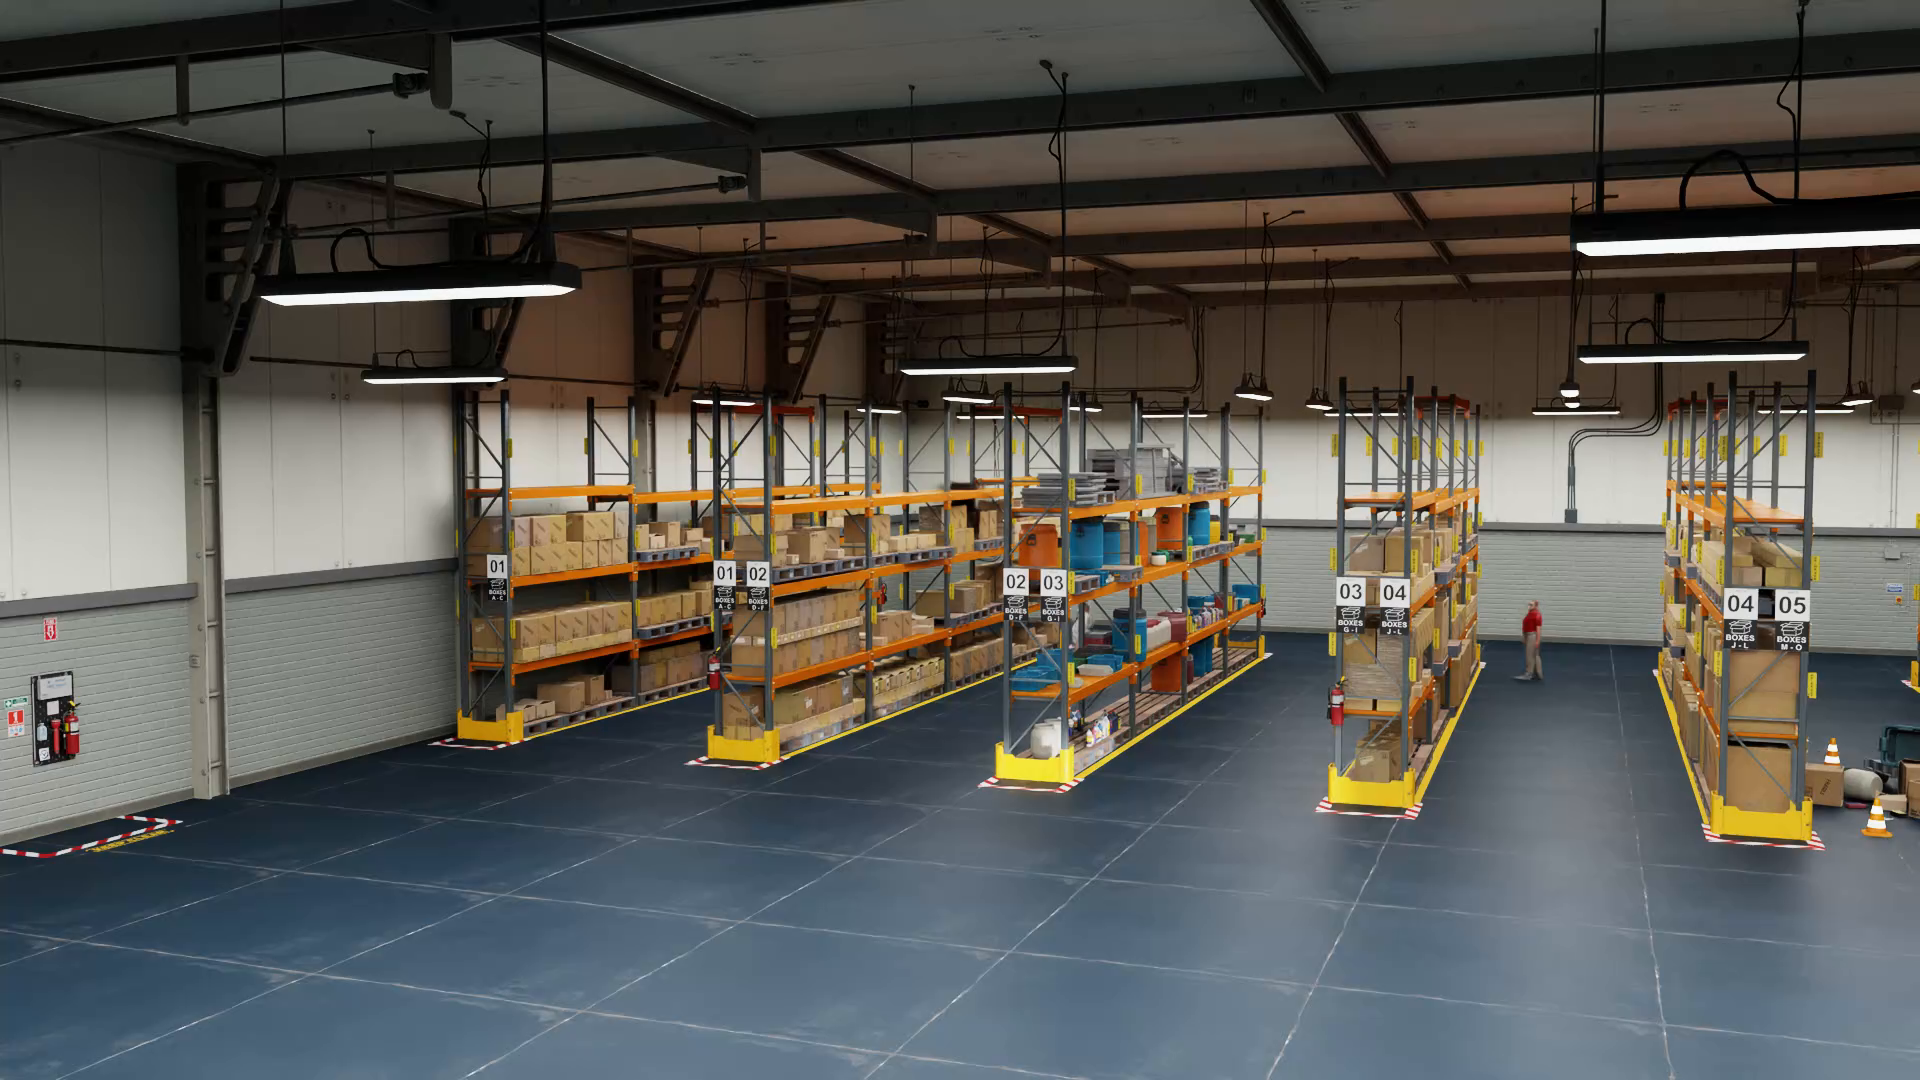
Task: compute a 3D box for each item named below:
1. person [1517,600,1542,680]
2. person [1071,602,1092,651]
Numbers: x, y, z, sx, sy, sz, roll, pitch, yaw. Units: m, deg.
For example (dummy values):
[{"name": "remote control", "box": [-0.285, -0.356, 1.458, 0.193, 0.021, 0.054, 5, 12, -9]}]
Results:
[{"name": "person", "box": [12.358, 2.155, 36.062, 0.520, 1.717, 0.534, 1, 3, 18]}, {"name": "person", "box": [2.458, 2.107, 33.790, 0.470, 1.759, 0.601, 0, 3, 2]}]
